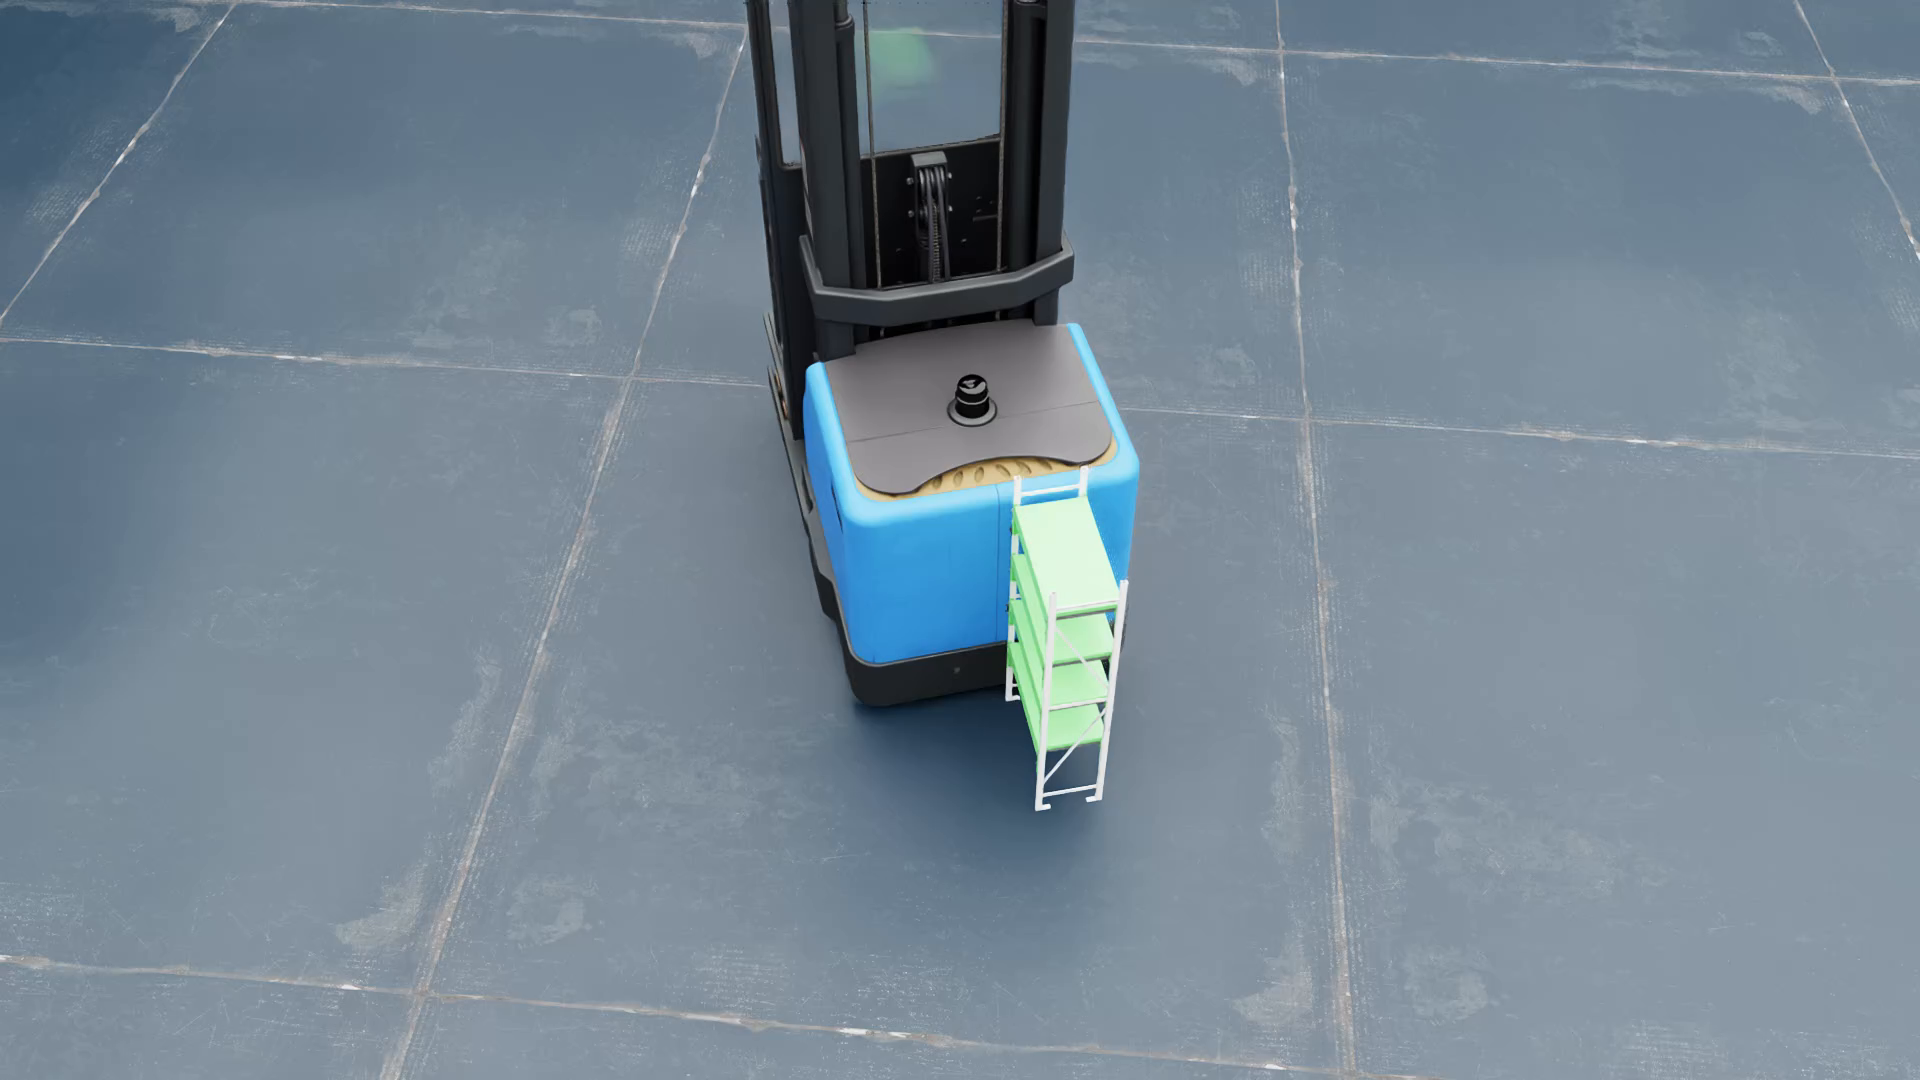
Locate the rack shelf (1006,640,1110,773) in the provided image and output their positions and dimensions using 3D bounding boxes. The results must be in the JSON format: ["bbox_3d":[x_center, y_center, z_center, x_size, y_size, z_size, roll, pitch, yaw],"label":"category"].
[{"bbox_3d":[0.338,0.563,5.854,0.258,0.148,0.480,-8,49,-8],"label":"rack shelf"}]

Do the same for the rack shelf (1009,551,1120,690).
[{"bbox_3d":[0.340,0.245,5.495,0.258,0.148,0.480,-8,49,-8],"label":"rack shelf"}]

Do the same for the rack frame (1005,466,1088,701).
[{"bbox_3d":[0.291,0.182,5.785,0.240,1.200,0.015,-8,49,-8],"label":"rack frame"}]

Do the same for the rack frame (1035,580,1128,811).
[{"bbox_3d":[0.388,0.541,5.468,0.240,1.200,0.015,-8,49,-8],"label":"rack frame"}]

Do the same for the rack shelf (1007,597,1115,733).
[{"bbox_3d":[0.339,0.404,5.675,0.258,0.148,0.480,-8,49,-8],"label":"rack shelf"}]

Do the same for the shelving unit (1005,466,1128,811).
[{"bbox_3d":[0.339,0.361,5.627,0.258,1.200,0.503,-8,49,-8],"label":"shelving unit"}]

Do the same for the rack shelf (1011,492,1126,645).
[{"bbox_3d":[0.341,0.086,5.315,0.258,0.148,0.480,-8,49,-8],"label":"rack shelf"}]

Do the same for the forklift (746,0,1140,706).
[{"bbox_3d":[-0.217,-1.488,6.151,1.130,2.935,3.031,-10,48,-9],"label":"forklift"}]
